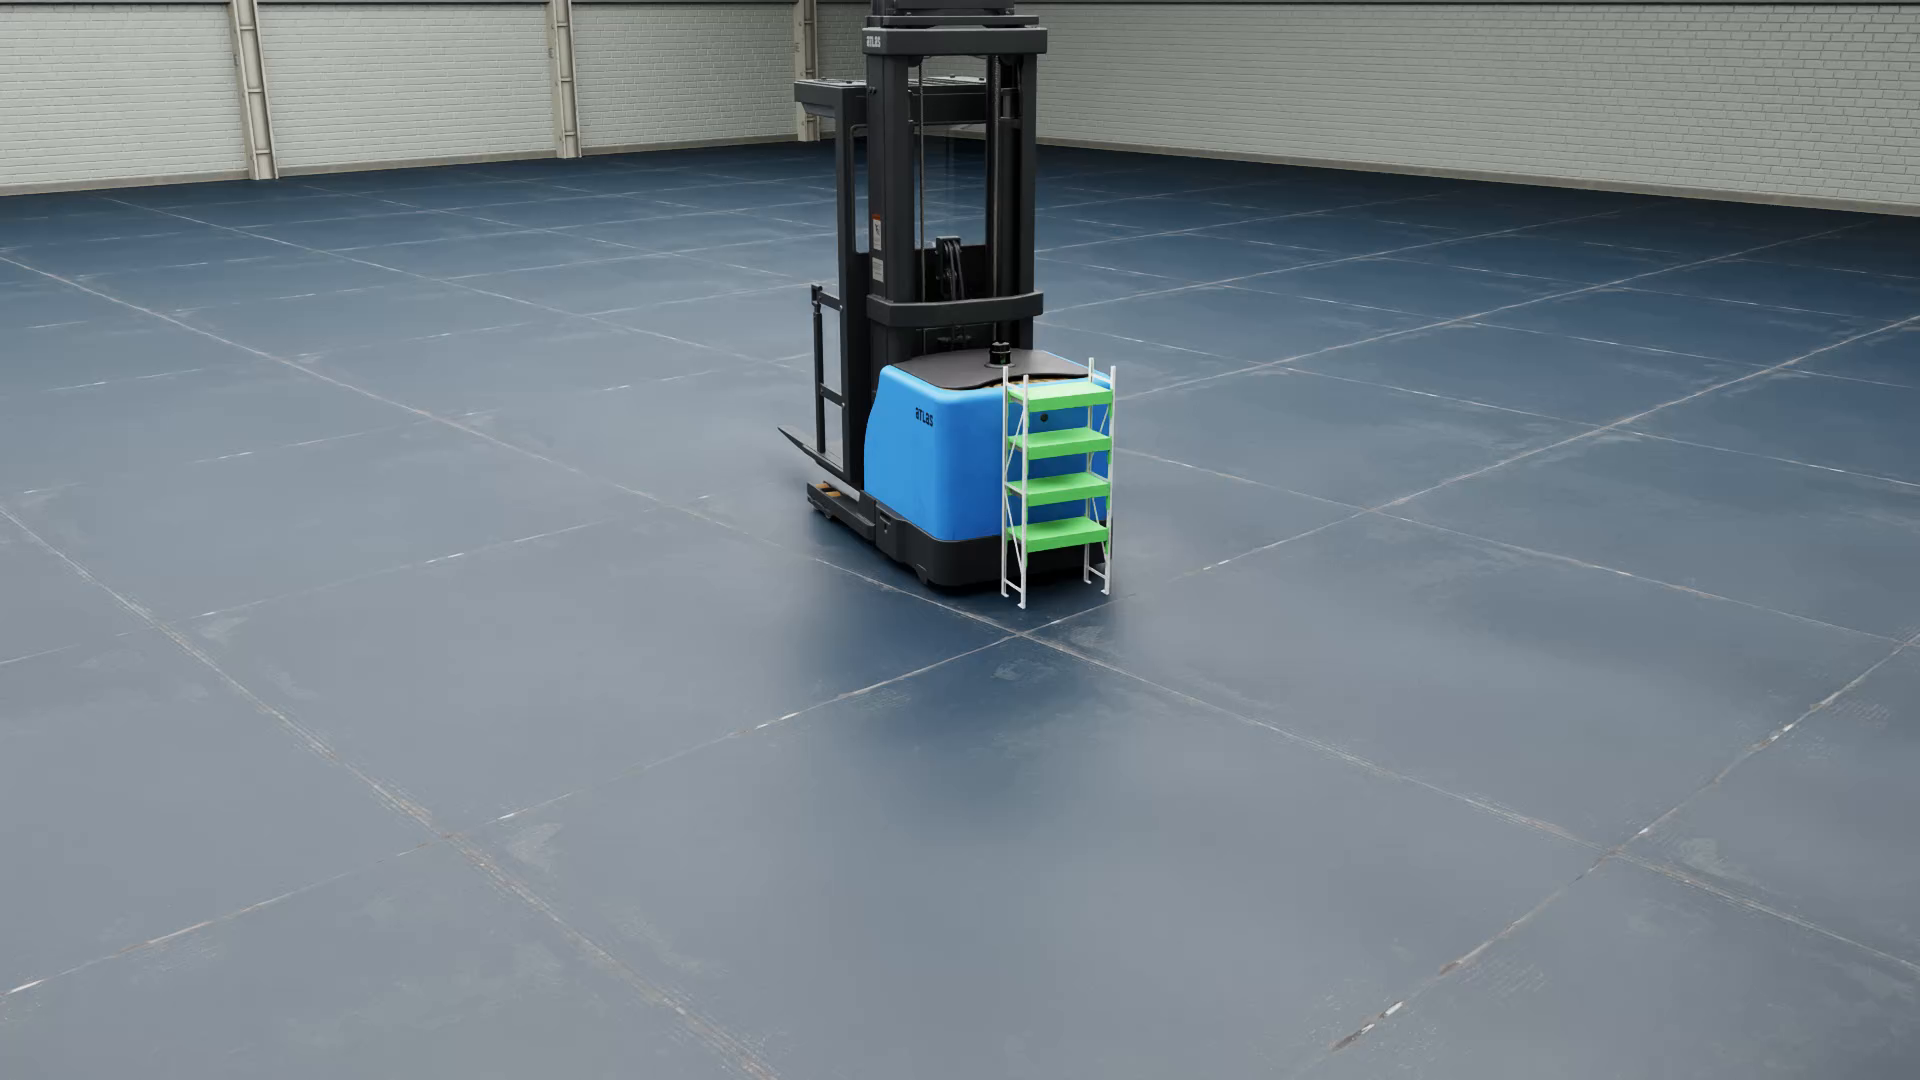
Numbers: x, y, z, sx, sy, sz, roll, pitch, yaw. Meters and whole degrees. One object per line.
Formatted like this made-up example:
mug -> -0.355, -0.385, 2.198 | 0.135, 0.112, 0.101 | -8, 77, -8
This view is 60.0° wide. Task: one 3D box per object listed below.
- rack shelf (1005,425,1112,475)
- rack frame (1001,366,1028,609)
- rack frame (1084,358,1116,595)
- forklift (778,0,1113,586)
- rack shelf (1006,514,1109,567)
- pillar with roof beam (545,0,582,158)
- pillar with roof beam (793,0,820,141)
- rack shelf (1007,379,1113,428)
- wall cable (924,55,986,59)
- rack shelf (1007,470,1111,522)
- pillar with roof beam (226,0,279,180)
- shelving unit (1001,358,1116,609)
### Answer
rack shelf -> 0.494, -0.457, 8.376 | 0.480, 0.148, 0.258 | -8, 20, -24
rack frame -> 0.273, -0.257, 8.331 | 0.015, 1.200, 0.240 | -8, 20, -24
rack frame -> 0.714, -0.321, 8.530 | 0.015, 1.200, 0.240 | -8, 20, -24
forklift -> -0.268, -1.569, 9.572 | 1.130, 2.935, 3.031 | -8, 20, -24
rack shelf -> 0.494, 0.000, 8.525 | 0.480, 0.148, 0.258 | -8, 20, -24
pillar with roof beam -> -4.738, -10.849, 28.355 | 0.400, 9.000, 9.100 | -16, 24, -41
pillar with roof beam -> -0.378, -12.120, 32.277 | 0.400, 9.000, 9.100 | -16, 24, -41
rack shelf -> 0.494, -0.685, 8.302 | 0.480, 0.148, 0.258 | -8, 20, -24
wall cable -> -0.287, -11.936, 36.742 | 0.112, 2.526, 3.097 | -16, 24, -41
rack shelf -> 0.494, -0.228, 8.450 | 0.480, 0.148, 0.258 | -8, 20, -24
pillar with roof beam -> -9.098, -9.578, 24.434 | 0.400, 9.000, 9.100 | -16, 24, -41
shelving unit -> 0.494, -0.289, 8.431 | 0.503, 1.200, 0.258 | -8, 20, -24
